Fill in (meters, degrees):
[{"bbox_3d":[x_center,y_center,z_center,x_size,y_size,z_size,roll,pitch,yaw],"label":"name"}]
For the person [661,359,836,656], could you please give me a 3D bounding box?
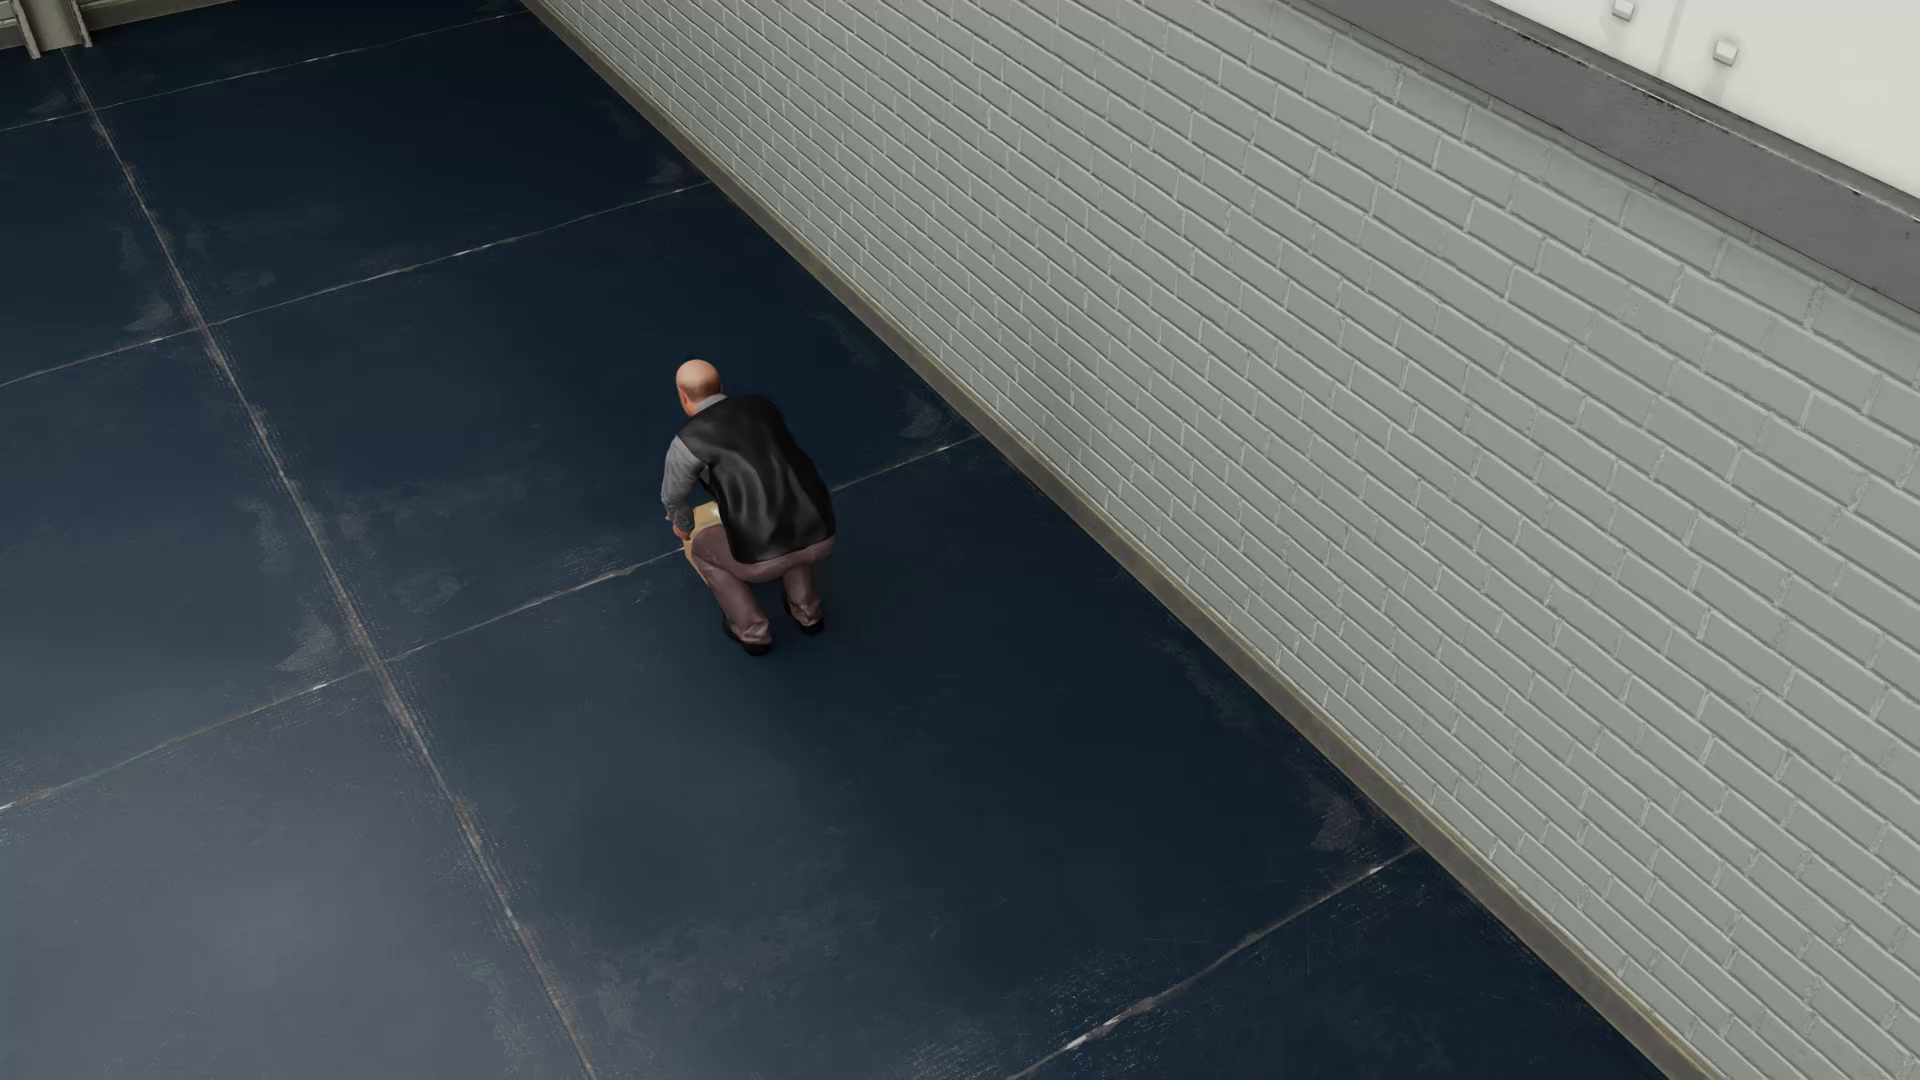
[{"bbox_3d":[-0.869,-0.100,6.745,0.568,1.139,0.823,-22,45,-24],"label":"person"}]
